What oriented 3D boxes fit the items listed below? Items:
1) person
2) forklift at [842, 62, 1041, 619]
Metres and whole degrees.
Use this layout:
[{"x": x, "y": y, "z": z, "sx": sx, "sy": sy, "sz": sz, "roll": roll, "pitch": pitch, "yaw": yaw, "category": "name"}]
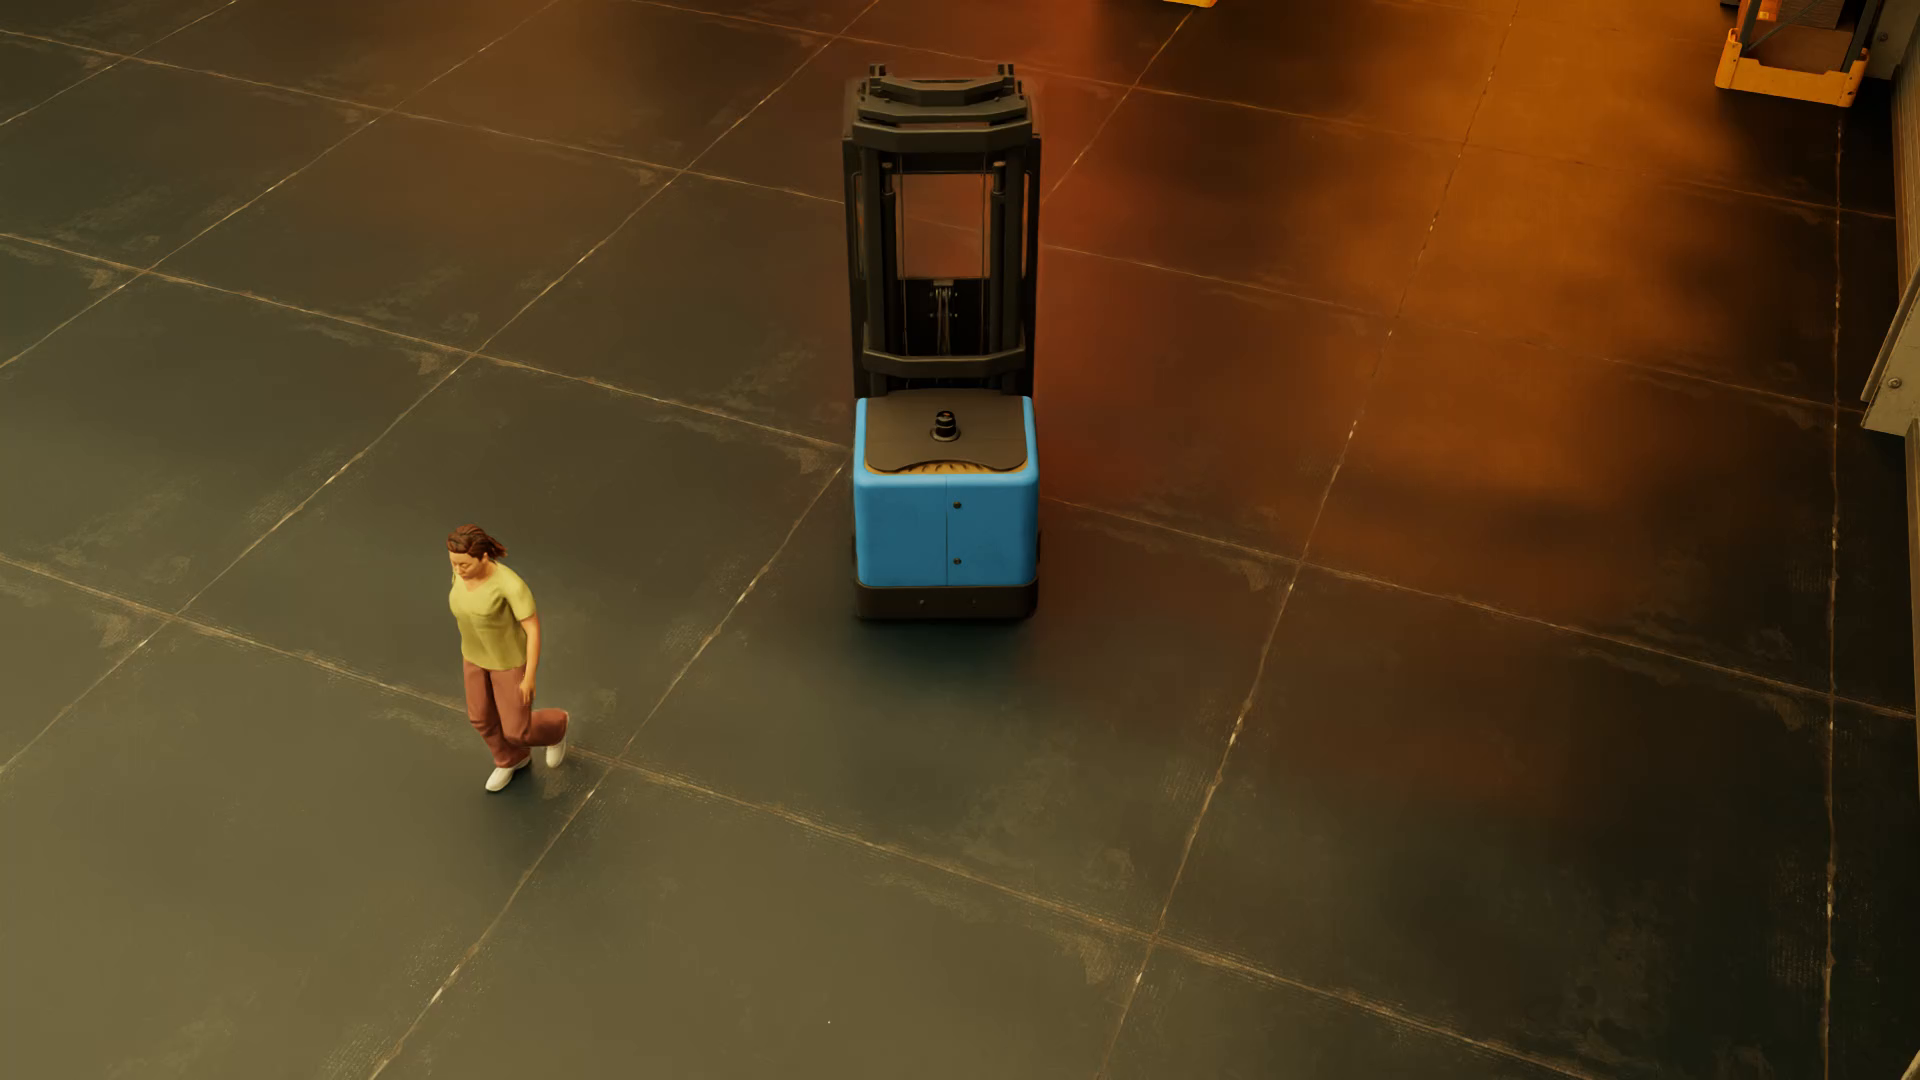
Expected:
[{"x": -2.295, "y": 0.573, "z": 8.318, "sx": 0.657, "sy": 1.656, "sz": 0.492, "roll": 16, "pitch": 43, "yaw": 19, "category": "person"}, {"x": -0.105, "y": -1.587, "z": 9.902, "sx": 1.130, "sy": 2.935, "sz": 3.031, "roll": -1, "pitch": 40, "yaw": -1, "category": "forklift"}]
